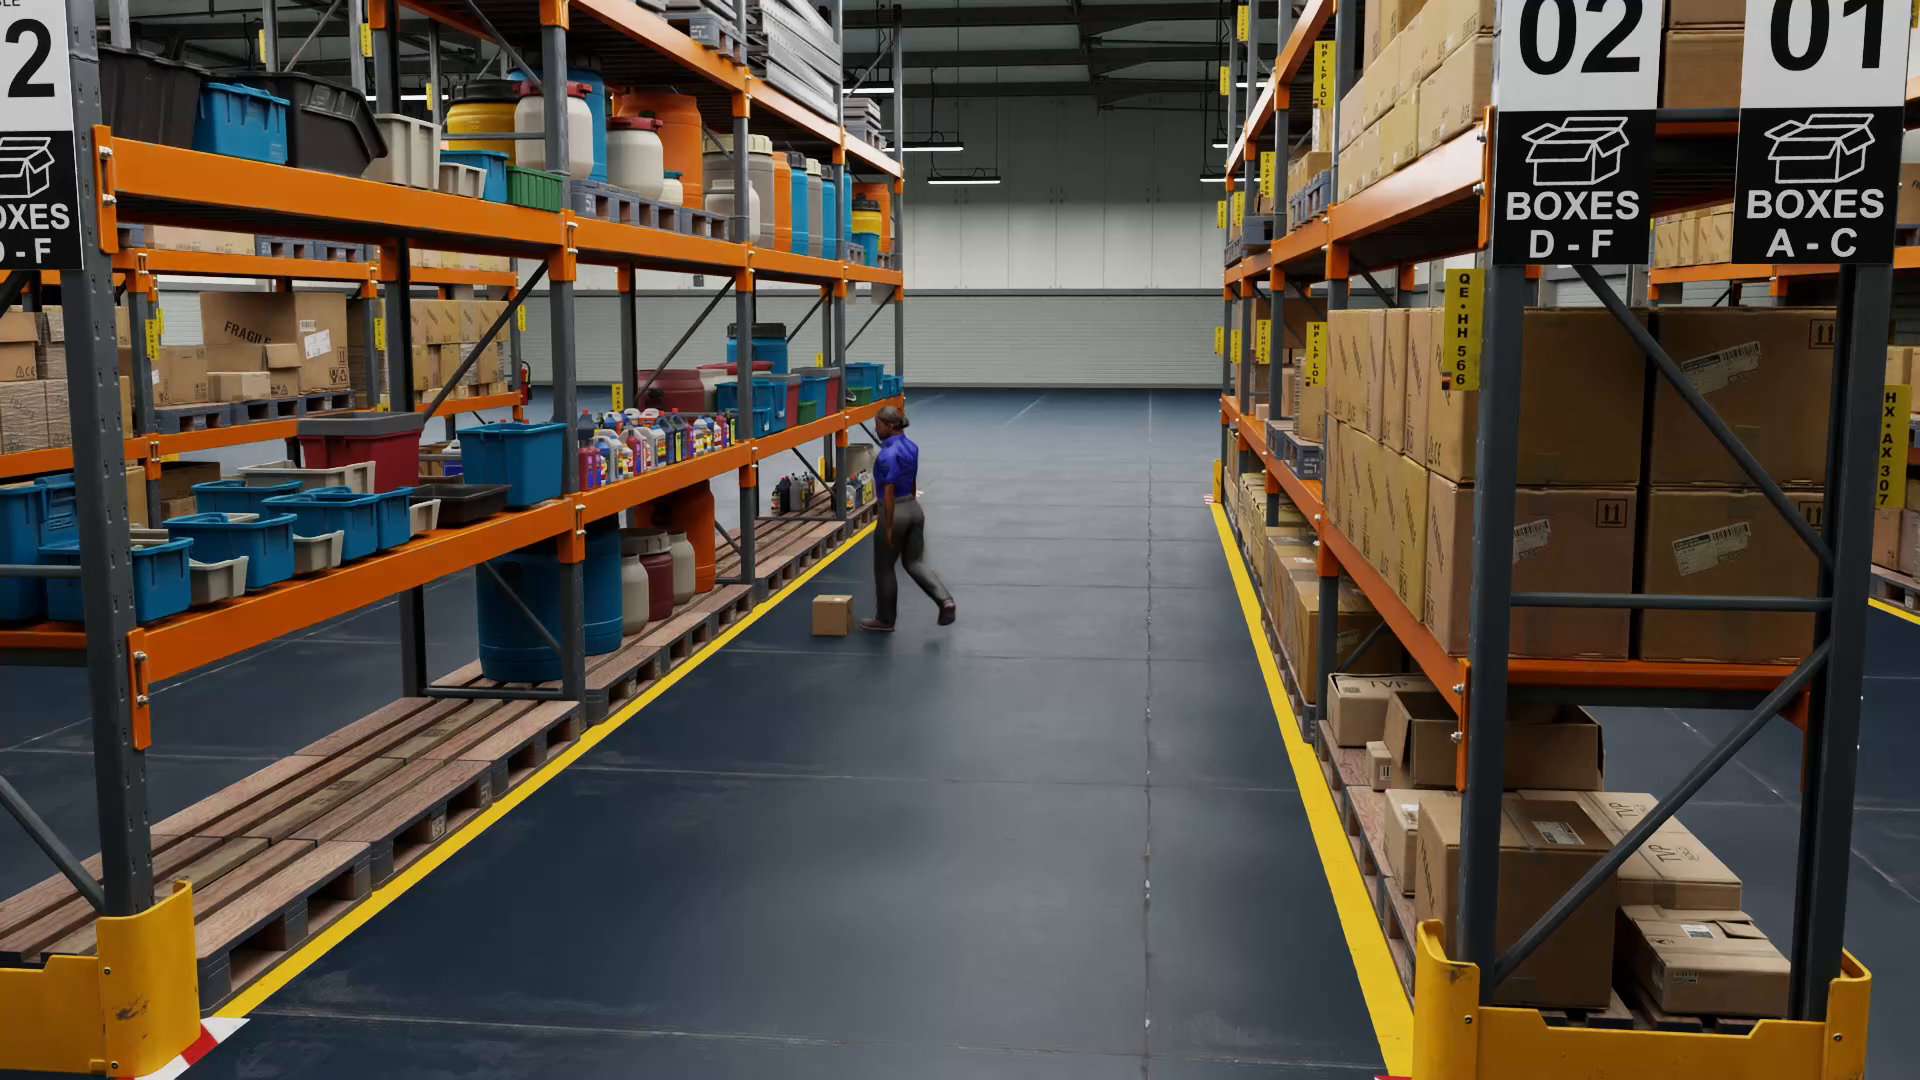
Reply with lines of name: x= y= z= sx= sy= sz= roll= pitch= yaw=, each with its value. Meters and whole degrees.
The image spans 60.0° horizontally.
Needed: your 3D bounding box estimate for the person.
person: x=-0.391 y=-0.142 z=11.824 sx=0.805 sy=1.637 sz=0.519 roll=5 pitch=9 yaw=33
